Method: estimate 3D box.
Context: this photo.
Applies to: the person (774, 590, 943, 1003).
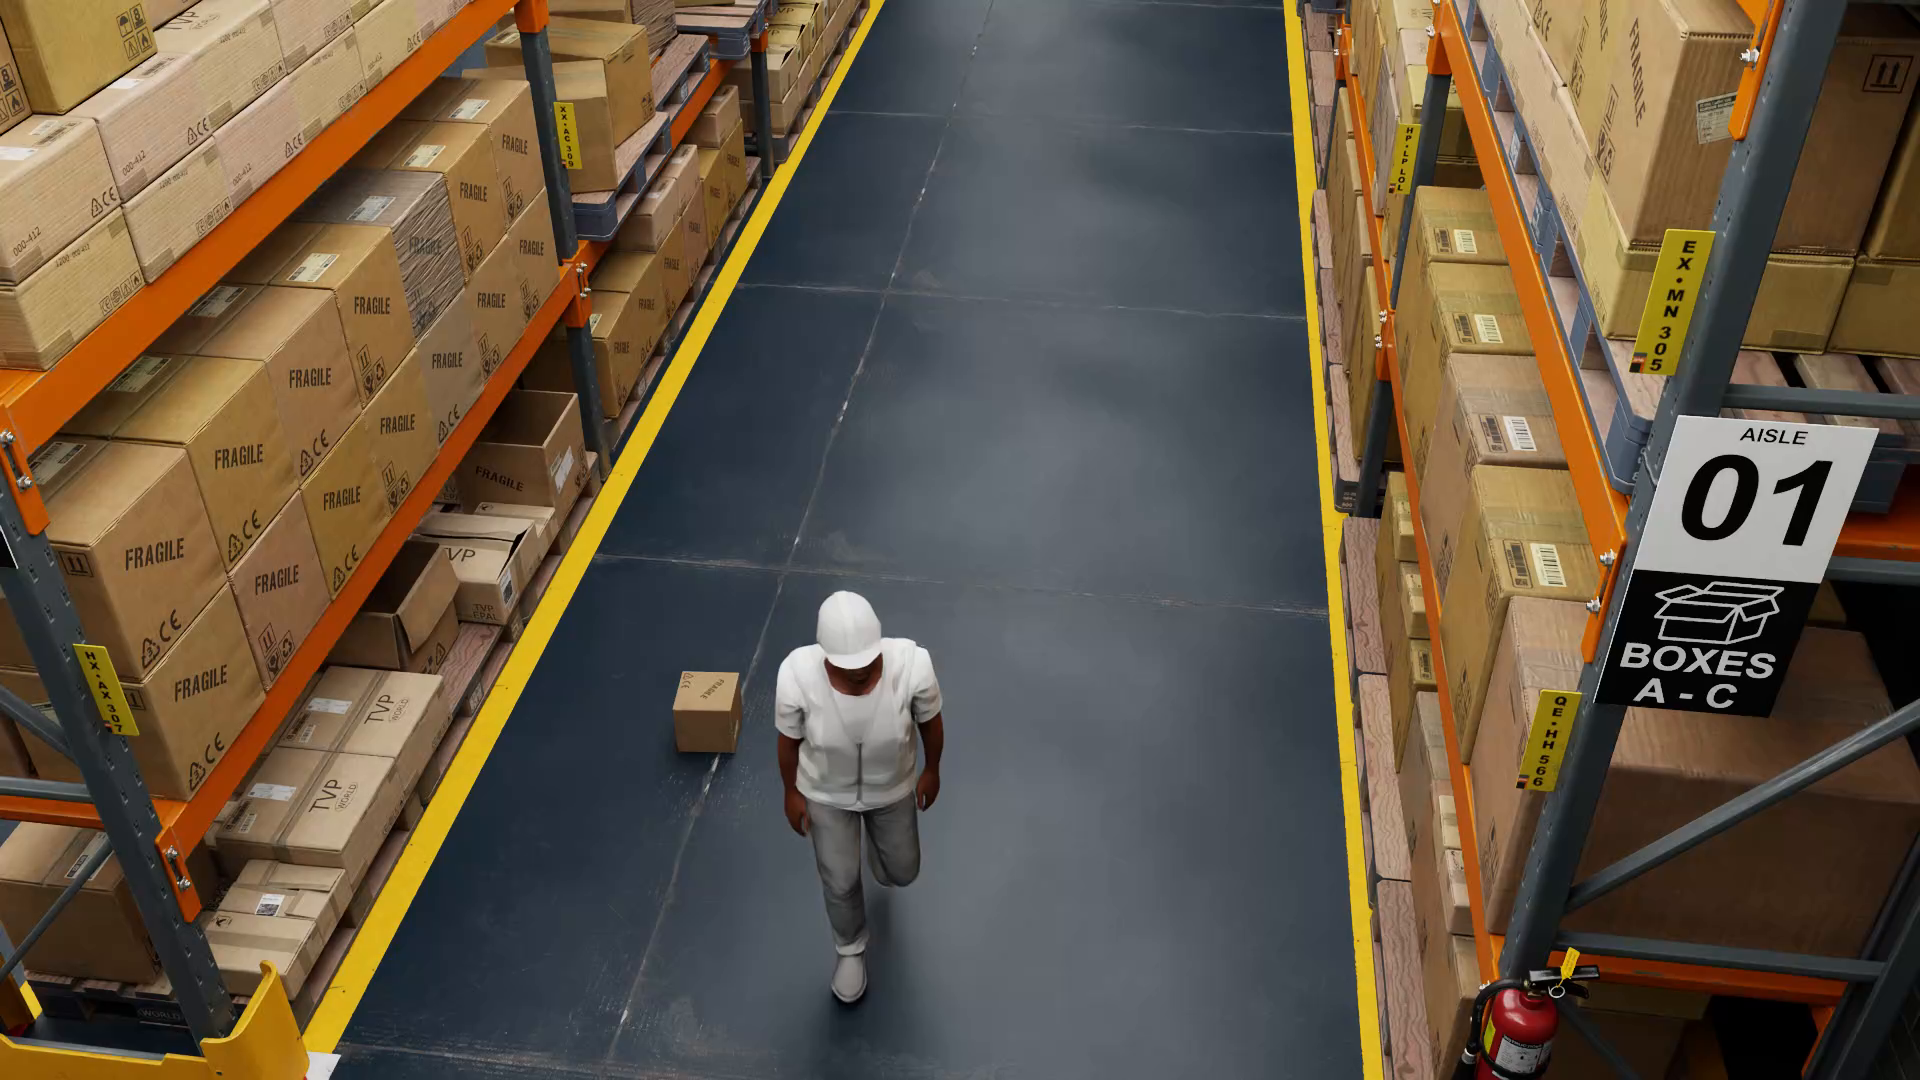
[{"bbox_3d":[-0.350,0.805,5.889,0.579,1.749,0.706,-4,36,-6],"label":"person"}]
